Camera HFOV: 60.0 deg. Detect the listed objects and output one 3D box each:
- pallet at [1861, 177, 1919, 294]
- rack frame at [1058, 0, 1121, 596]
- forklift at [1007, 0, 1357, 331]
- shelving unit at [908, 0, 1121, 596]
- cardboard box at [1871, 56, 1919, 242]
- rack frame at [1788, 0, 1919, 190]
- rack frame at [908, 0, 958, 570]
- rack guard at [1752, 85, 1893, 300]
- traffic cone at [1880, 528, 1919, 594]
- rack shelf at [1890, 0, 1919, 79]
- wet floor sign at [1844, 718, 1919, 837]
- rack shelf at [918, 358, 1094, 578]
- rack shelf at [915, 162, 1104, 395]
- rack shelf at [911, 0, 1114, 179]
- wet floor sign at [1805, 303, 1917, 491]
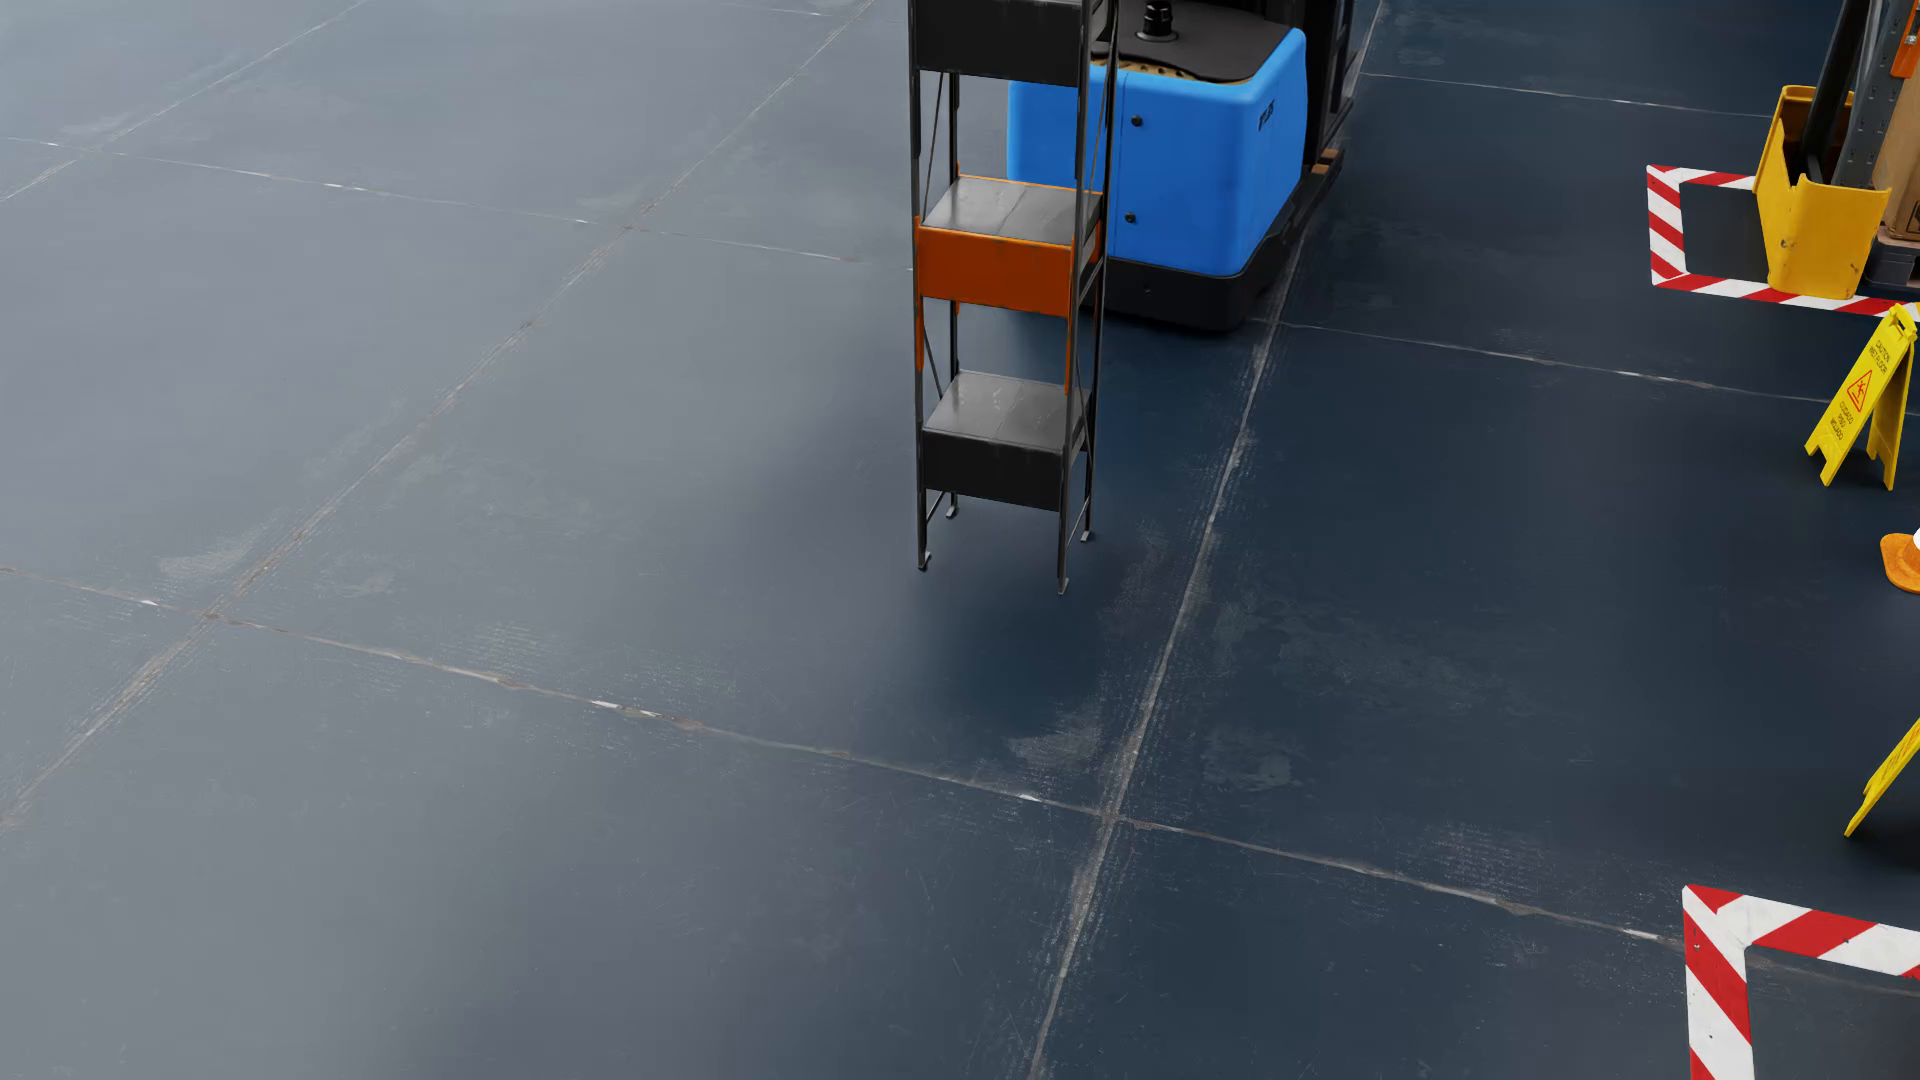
[{"bbox_3d":[4.663,-1.365,7.427,1.213,0.211,1.003,10,38,14],"label":"pallet"},{"bbox_3d":[0.391,-0.773,5.029,0.015,2.100,0.400,10,38,14],"label":"rack frame"},{"bbox_3d":[1.226,-2.904,7.223,1.130,2.935,3.031,14,39,19],"label":"forklift"},{"bbox_3d":[0.158,-0.816,5.088,0.503,2.100,0.431,10,38,14],"label":"shelving unit"},{"bbox_3d":[4.544,-1.816,7.125,0.875,0.875,0.875,11,38,14],"label":"cardboard box"},{"bbox_3d":[3.877,-2.585,6.732,0.127,3.000,1.000,10,38,14],"label":"rack frame"},{"bbox_3d":[-0.075,-0.860,5.146,0.015,2.100,0.400,10,38,14],"label":"rack frame"},{"bbox_3d":[3.854,-1.583,7.479,0.348,0.500,1.175,10,38,14],"label":"rack guard"},{"bbox_3d":[3.299,-0.087,5.478,0.334,0.463,0.336,10,38,14],"label":"traffic cone"},{"bbox_3d":[5.786,-1.942,6.465,4.000,0.370,1.077,10,38,14],"label":"rack shelf"},{"bbox_3d":[2.635,0.542,4.469,0.232,0.644,0.267,24,43,29],"label":"wet floor sign"},{"bbox_3d":[0.158,-0.242,5.511,0.480,0.518,0.431,10,38,14],"label":"rack shelf"},{"bbox_3d":[0.158,-0.805,5.096,0.480,0.518,0.431,10,38,14],"label":"rack shelf"},{"bbox_3d":[0.158,-1.369,4.681,0.480,0.518,0.431,10,38,14],"label":"rack shelf"},{"bbox_3d":[3.259,-0.522,5.915,0.232,0.644,0.267,4,37,6],"label":"wet floor sign"}]
